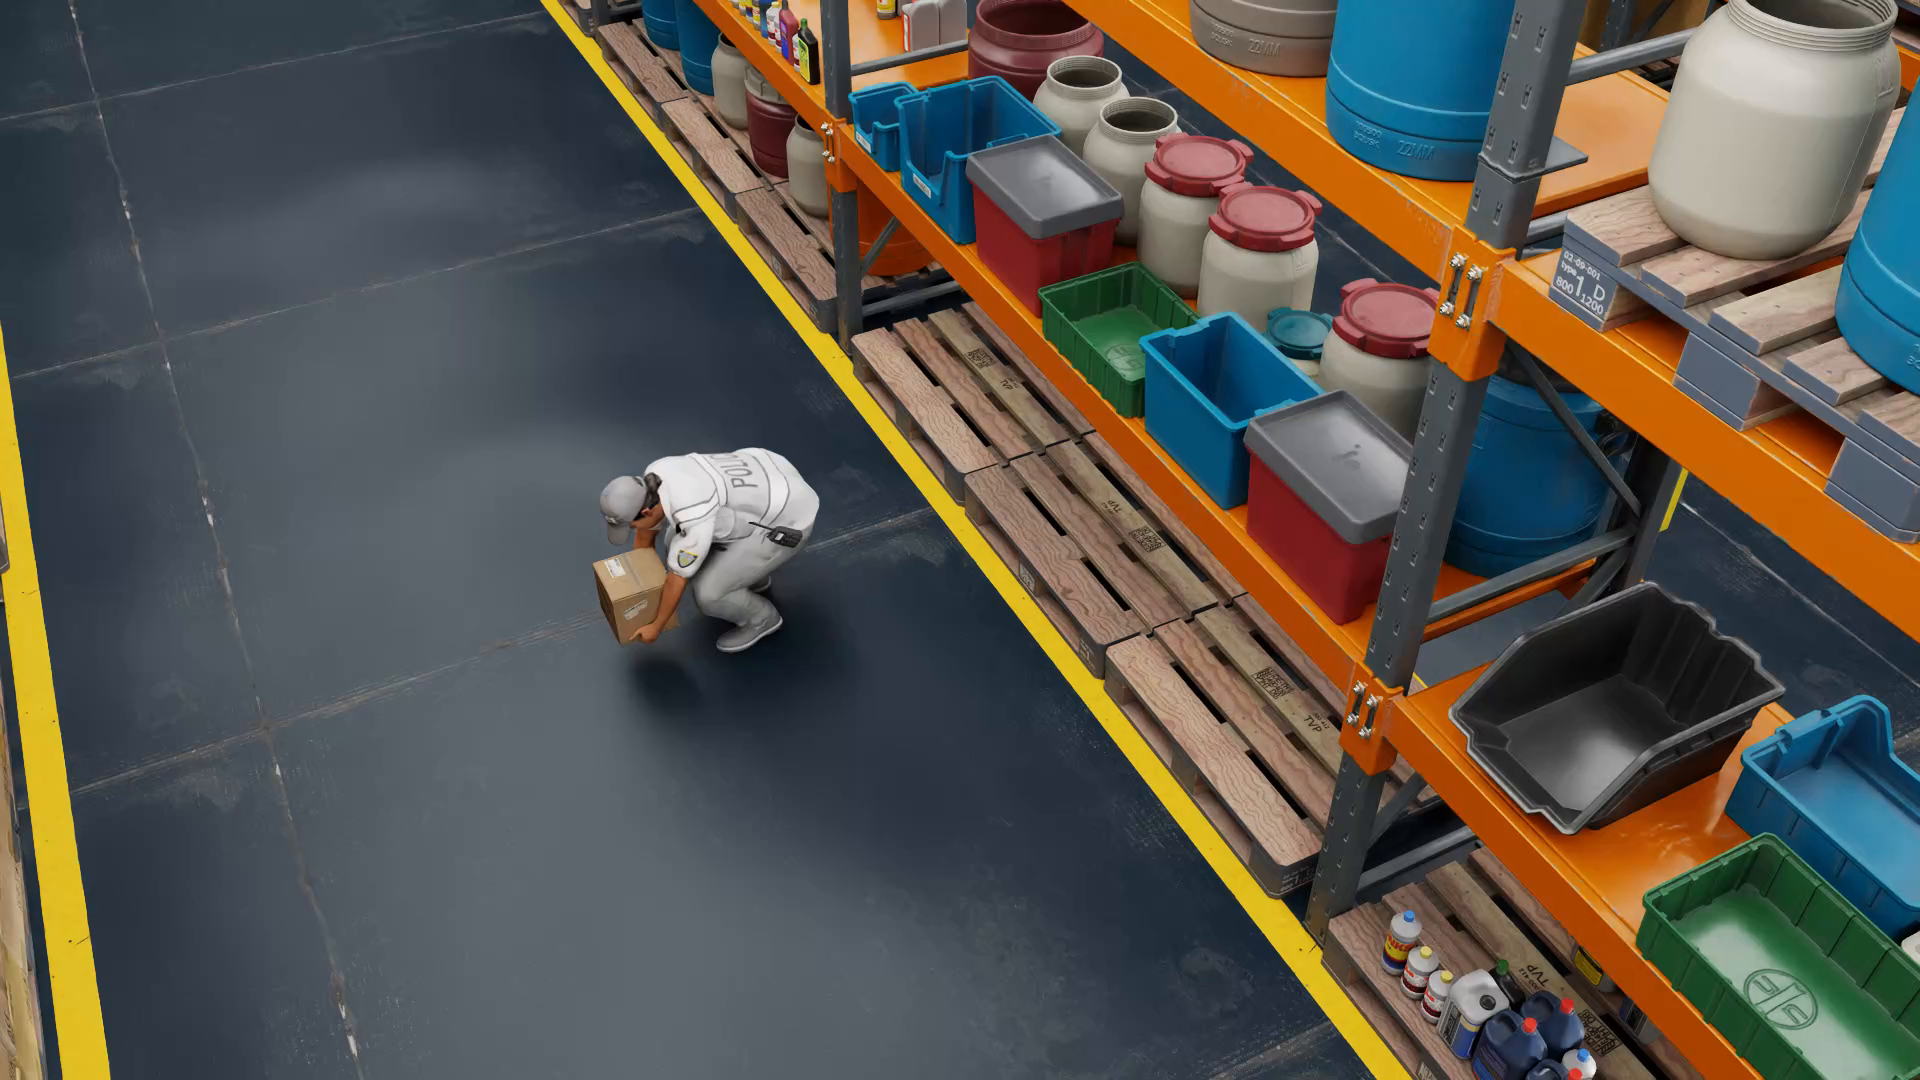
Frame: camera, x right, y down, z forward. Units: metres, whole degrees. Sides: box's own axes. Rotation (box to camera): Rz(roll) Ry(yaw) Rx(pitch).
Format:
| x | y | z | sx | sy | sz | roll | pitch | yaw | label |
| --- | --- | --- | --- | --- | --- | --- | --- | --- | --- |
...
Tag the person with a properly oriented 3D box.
| x | y | z | sx | sy | sz | roll | pitch | yaw | label |
| --- | --- | --- | --- | --- | --- | --- | --- | --- | --- |
| -0.998 | 0.001 | 6.707 | 0.877 | 0.947 | 0.499 | -20 | 45 | -21 | person |
